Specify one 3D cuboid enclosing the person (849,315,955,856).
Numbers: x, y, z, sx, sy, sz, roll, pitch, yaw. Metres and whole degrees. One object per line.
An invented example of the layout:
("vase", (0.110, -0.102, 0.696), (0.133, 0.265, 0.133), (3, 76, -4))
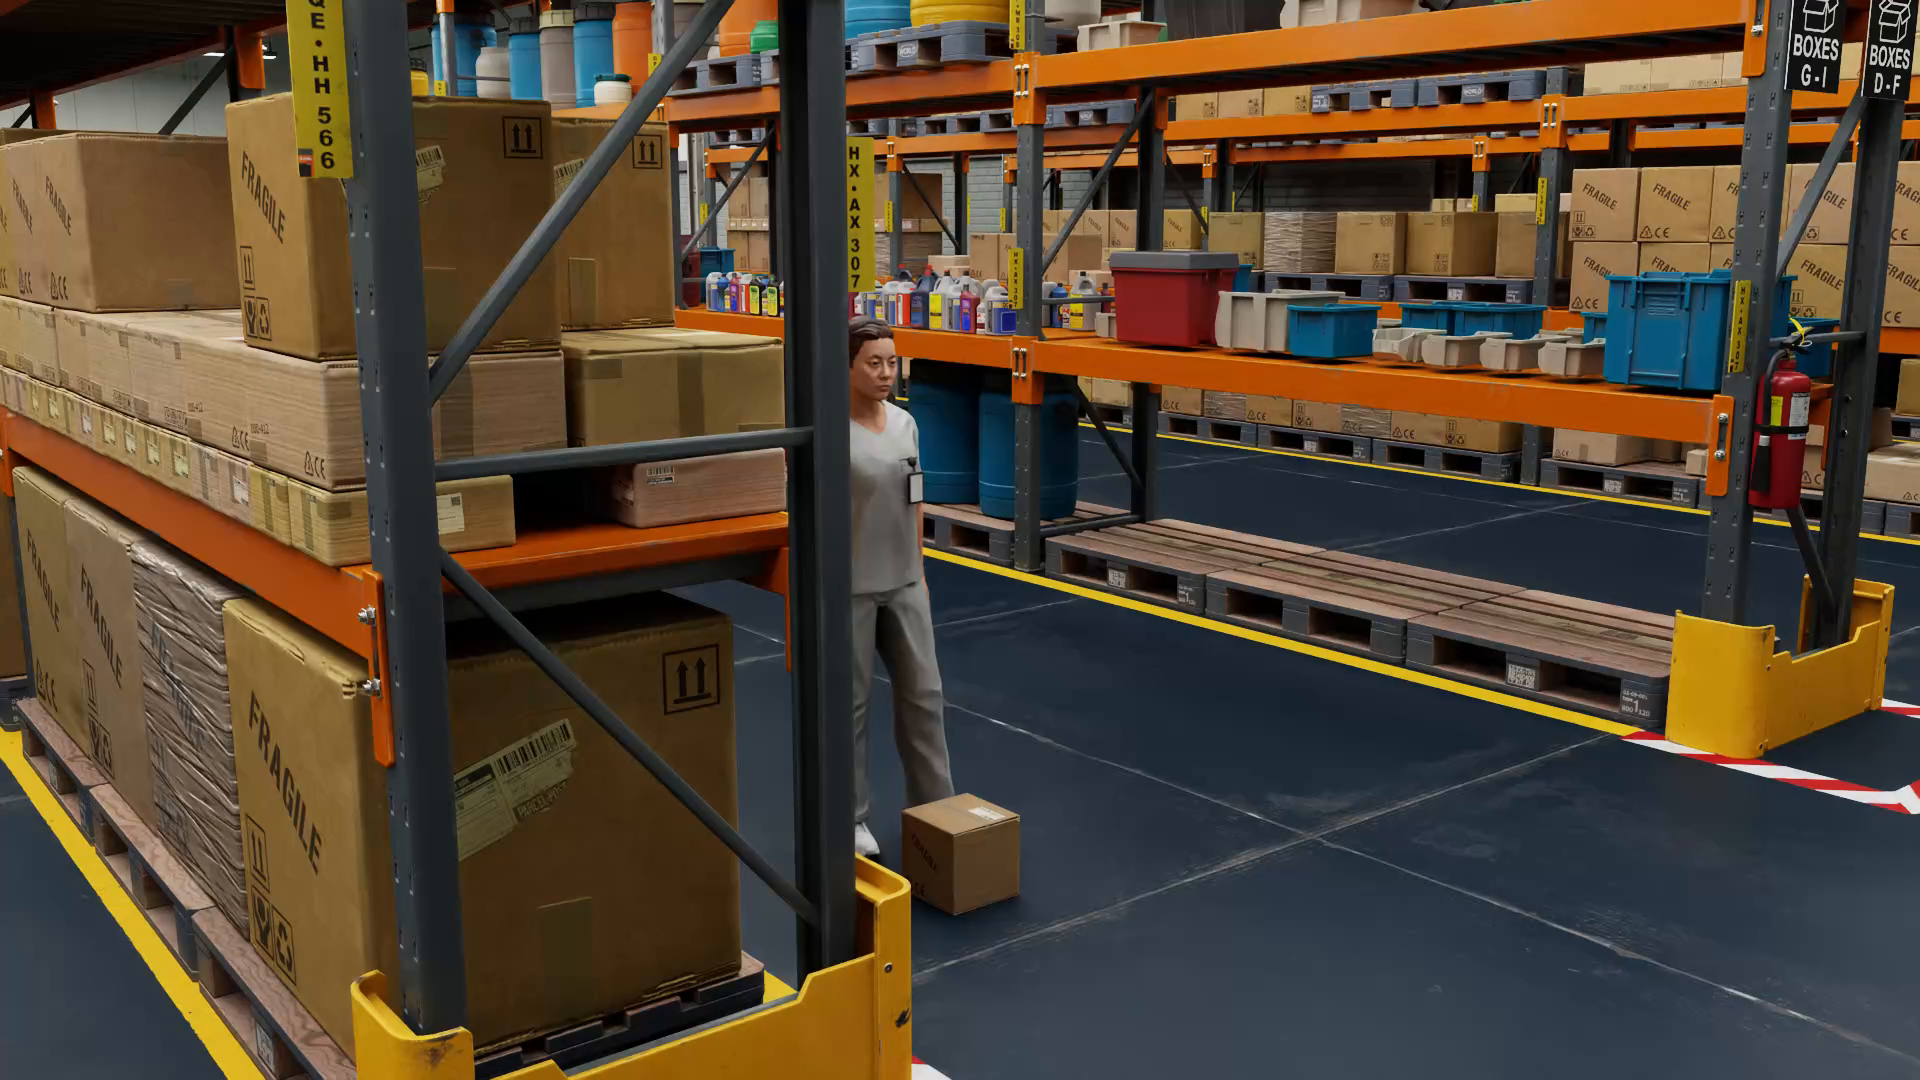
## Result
("person", (-0.243, 0.166, 5.070), (0.474, 1.683, 0.528), (-7, 13, -32))
